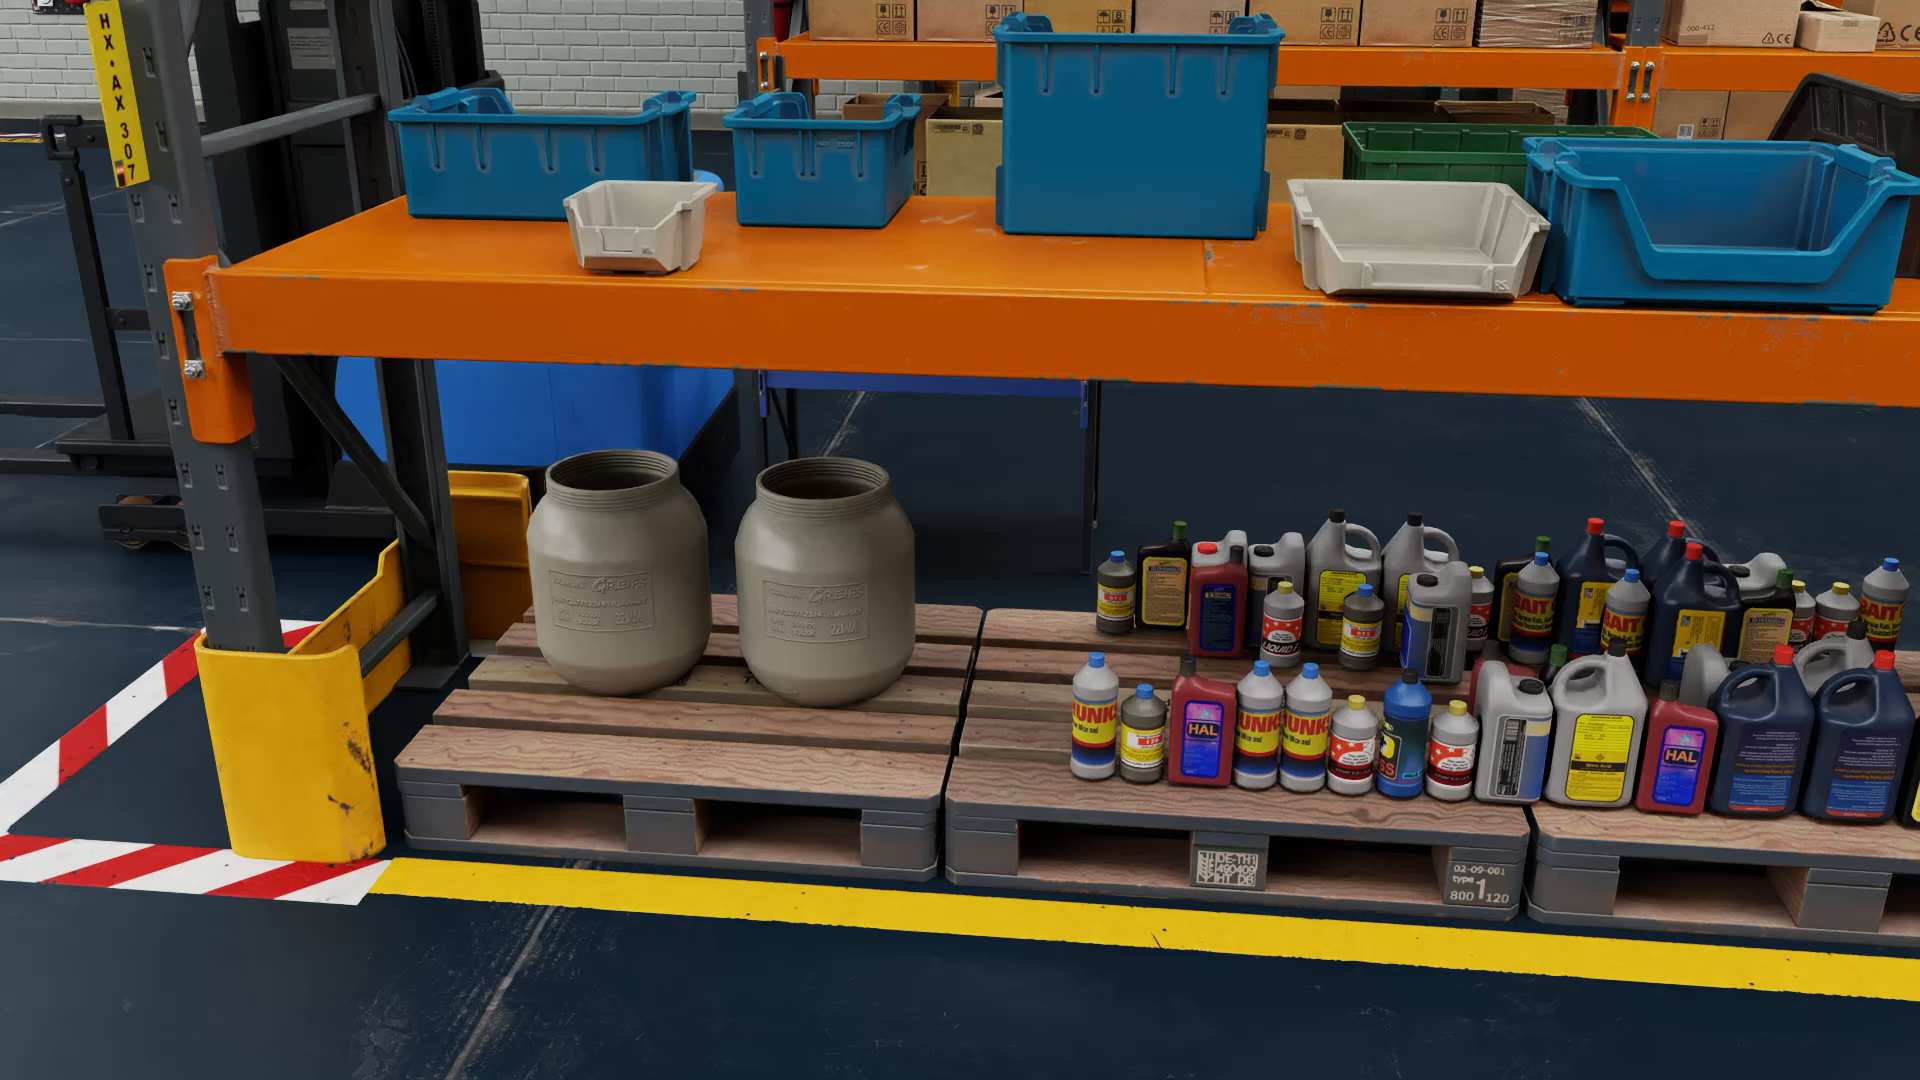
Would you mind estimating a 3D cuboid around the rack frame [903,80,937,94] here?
[{"bbox_3d":[-0.310,-4.506,12.758,0.127,3.000,1.000,2,22,6],"label":"rack frame"}]

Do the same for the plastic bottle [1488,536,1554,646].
[{"bbox_3d":[1.397,0.126,4.138,0.133,0.283,0.061,3,22,9],"label":"plastic bottle"}]

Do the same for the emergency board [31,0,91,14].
[{"bbox_3d":[-7.921,-5.172,14.442,0.643,1.169,0.194,2,22,6],"label":"emergency board"}]

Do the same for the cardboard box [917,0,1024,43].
[{"bbox_3d":[0.094,-2.698,8.048,0.500,0.500,0.700,3,22,8],"label":"cardboard box"}]

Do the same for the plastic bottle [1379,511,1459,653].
[{"bbox_3d":[1.134,0.098,4.116,0.185,0.351,0.144,2,22,6],"label":"plastic bottle"}]

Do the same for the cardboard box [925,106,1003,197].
[{"bbox_3d":[0.113,-1.837,8.156,0.500,0.500,0.500,2,22,6],"label":"cardboard box"}]

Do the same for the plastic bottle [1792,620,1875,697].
[{"bbox_3d":[1.839,0.336,3.514,0.185,0.351,0.144,2,22,6],"label":"plastic bottle"}]

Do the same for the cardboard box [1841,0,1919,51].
[{"bbox_3d":[4.366,-2.509,7.570,0.500,0.500,0.500,4,22,10],"label":"cardboard box"}]

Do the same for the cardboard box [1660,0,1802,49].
[{"bbox_3d":[3.577,-2.449,7.759,0.500,0.250,0.500,4,22,10],"label":"cardboard box"}]

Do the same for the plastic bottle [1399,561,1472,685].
[{"bbox_3d":[1.141,0.188,3.990,0.135,0.276,0.152,2,22,6],"label":"plastic bottle"}]

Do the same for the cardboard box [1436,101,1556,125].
[{"bbox_3d":[2.659,-1.924,8.375,0.500,0.500,0.500,2,22,6],"label":"cardboard box"}]

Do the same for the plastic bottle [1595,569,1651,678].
[{"bbox_3d":[1.585,0.200,3.968,0.097,0.271,0.097,0,22,0],"label":"plastic bottle"}]

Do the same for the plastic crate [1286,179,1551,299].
[{"bbox_3d":[0.854,-0.571,3.163,0.437,0.136,0.530,2,22,6],"label":"plastic crate"}]

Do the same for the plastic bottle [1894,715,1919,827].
[{"bbox_3d":[1.979,0.442,3.337,0.133,0.283,0.061,4,22,9],"label":"plastic bottle"}]

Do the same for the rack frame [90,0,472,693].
[{"bbox_3d":[-1.476,-0.889,3.609,0.127,3.000,1.000,2,22,6],"label":"rack frame"}]

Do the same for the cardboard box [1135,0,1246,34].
[{"bbox_3d":[1.110,-2.653,7.934,0.500,0.500,0.700,3,22,8],"label":"cardboard box"}]

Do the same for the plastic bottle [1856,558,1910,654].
[{"bbox_3d":[2.231,0.174,4.031,0.097,0.271,0.097,0,22,0],"label":"plastic bottle"}]

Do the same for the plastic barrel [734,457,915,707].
[{"bbox_3d":[-0.316,0.095,3.933,0.421,0.512,0.421,0,22,0],"label":"plastic barrel"}]

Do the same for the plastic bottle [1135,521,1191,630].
[{"bbox_3d":[0.517,0.087,4.235,0.133,0.283,0.061,3,22,8],"label":"plastic bottle"}]

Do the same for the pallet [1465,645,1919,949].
[{"bbox_3d":[1.834,0.537,3.796,1.213,0.211,1.003,2,22,6],"label":"pallet"}]

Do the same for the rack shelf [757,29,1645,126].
[{"bbox_3d":[1.096,-2.276,8.096,4.000,0.370,1.077,2,22,6],"label":"rack shelf"}]

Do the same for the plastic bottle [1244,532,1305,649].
[{"bbox_3d":[0.784,0.119,4.164,0.135,0.276,0.152,2,22,5],"label":"plastic bottle"}]

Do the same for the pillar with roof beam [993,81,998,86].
[{"bbox_3d":[-0.020,-6.010,8.401,0.400,9.000,9.100,2,22,6],"label":"pillar with roof beam"}]

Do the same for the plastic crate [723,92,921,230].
[{"bbox_3d":[-0.300,-0.877,3.781,0.408,0.251,0.499,2,22,6],"label":"plastic crate"}]

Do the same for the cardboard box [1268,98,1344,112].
[{"bbox_3d":[1.666,-1.967,8.485,0.500,0.500,0.500,2,22,6],"label":"cardboard box"}]

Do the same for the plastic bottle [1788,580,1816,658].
[{"bbox_3d":[2.029,0.198,4.066,0.097,0.201,0.097,0,22,0],"label":"plastic bottle"}]

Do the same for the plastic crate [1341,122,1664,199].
[{"bbox_3d":[1.181,-0.779,3.619,0.662,0.188,0.450,2,22,6],"label":"plastic crate"}]

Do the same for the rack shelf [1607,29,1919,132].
[{"bbox_3d":[5.069,-2.103,7.658,4.000,0.370,1.077,2,22,6],"label":"rack shelf"}]

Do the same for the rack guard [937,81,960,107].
[{"bbox_3d":[-0.235,-3.340,13.209,0.348,0.500,1.175,2,22,6],"label":"rack guard"}]

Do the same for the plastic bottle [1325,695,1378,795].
[{"bbox_3d":[0.826,0.423,3.497,0.097,0.201,0.097,0,22,0],"label":"plastic bottle"}]

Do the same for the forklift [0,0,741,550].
[{"bbox_3d":[-2.348,-1.522,5.303,3.031,2.935,1.130,2,22,4],"label":"forklift"}]

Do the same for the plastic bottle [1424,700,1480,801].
[{"bbox_3d":[1.030,0.432,3.474,0.097,0.201,0.097,0,22,0],"label":"plastic bottle"}]

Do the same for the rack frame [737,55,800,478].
[{"bbox_3d":[-0.590,-0.723,5.229,0.032,1.500,0.500,2,22,6],"label":"rack frame"}]

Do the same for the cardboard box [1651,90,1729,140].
[{"bbox_3d":[5.416,-3.309,12.530,0.500,0.500,0.700,3,22,7],"label":"cardboard box"}]

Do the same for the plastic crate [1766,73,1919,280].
[{"bbox_3d":[1.991,-0.756,3.357,0.504,0.338,0.767,2,22,6],"label":"plastic crate"}]

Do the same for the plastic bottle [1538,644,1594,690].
[{"bbox_3d":[1.298,0.359,3.548,0.133,0.283,0.061,2,22,6],"label":"plastic bottle"}]

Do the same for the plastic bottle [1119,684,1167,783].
[{"bbox_3d":[0.390,0.404,3.545,0.097,0.201,0.097,0,22,0],"label":"plastic bottle"}]

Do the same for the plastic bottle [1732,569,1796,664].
[{"bbox_3d":[1.895,0.204,3.941,0.133,0.283,0.061,2,22,6],"label":"plastic bottle"}]

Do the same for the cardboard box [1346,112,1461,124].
[{"bbox_3d":[2.101,-1.756,7.950,0.500,0.500,0.500,2,22,6],"label":"cardboard box"}]

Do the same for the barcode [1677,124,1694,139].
[{"bbox_3d":[3.287,-1.850,7.535,0.075,0.075,0.001,2,22,6],"label":"barcode"}]

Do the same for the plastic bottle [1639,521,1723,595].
[{"bbox_3d":[1.743,0.125,4.049,0.185,0.351,0.144,3,22,8],"label":"plastic bottle"}]

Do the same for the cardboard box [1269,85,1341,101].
[{"bbox_3d":[2.626,-3.405,12.775,0.500,0.500,0.500,1,22,2],"label":"cardboard box"}]

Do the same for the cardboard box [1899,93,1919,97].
[{"bbox_3d":[6.913,-3.214,12.292,0.500,0.500,0.700,3,22,7],"label":"cardboard box"}]

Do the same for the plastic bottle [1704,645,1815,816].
[{"bbox_3d":[1.632,0.380,3.402,0.185,0.351,0.144,1,22,4],"label":"plastic bottle"}]

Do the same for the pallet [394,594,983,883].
[{"bbox_3d":[-0.589,0.431,4.063,1.213,0.211,1.003,2,22,6],"label":"pallet"}]

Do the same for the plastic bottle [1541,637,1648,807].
[{"bbox_3d":[1.311,0.366,3.438,0.185,0.351,0.144,2,22,6],"label":"plastic bottle"}]

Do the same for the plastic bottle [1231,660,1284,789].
[{"bbox_3d":[0.628,0.382,3.506,0.097,0.271,0.097,0,22,0],"label":"plastic bottle"}]

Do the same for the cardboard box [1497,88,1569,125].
[{"bbox_3d":[4.395,-3.349,12.634,0.500,0.500,0.700,3,22,8],"label":"cardboard box"}]

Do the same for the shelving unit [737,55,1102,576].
[{"bbox_3d":[-0.085,-0.701,5.173,1.048,1.500,0.538,2,22,6],"label":"shelving unit"}]

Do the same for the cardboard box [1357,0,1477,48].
[{"bbox_3d":[2.117,-2.608,7.821,0.500,0.500,0.700,2,22,6],"label":"cardboard box"}]

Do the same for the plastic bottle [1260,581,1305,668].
[{"bbox_3d":[0.788,0.200,4.061,0.097,0.201,0.097,0,22,0],"label":"plastic bottle"}]
